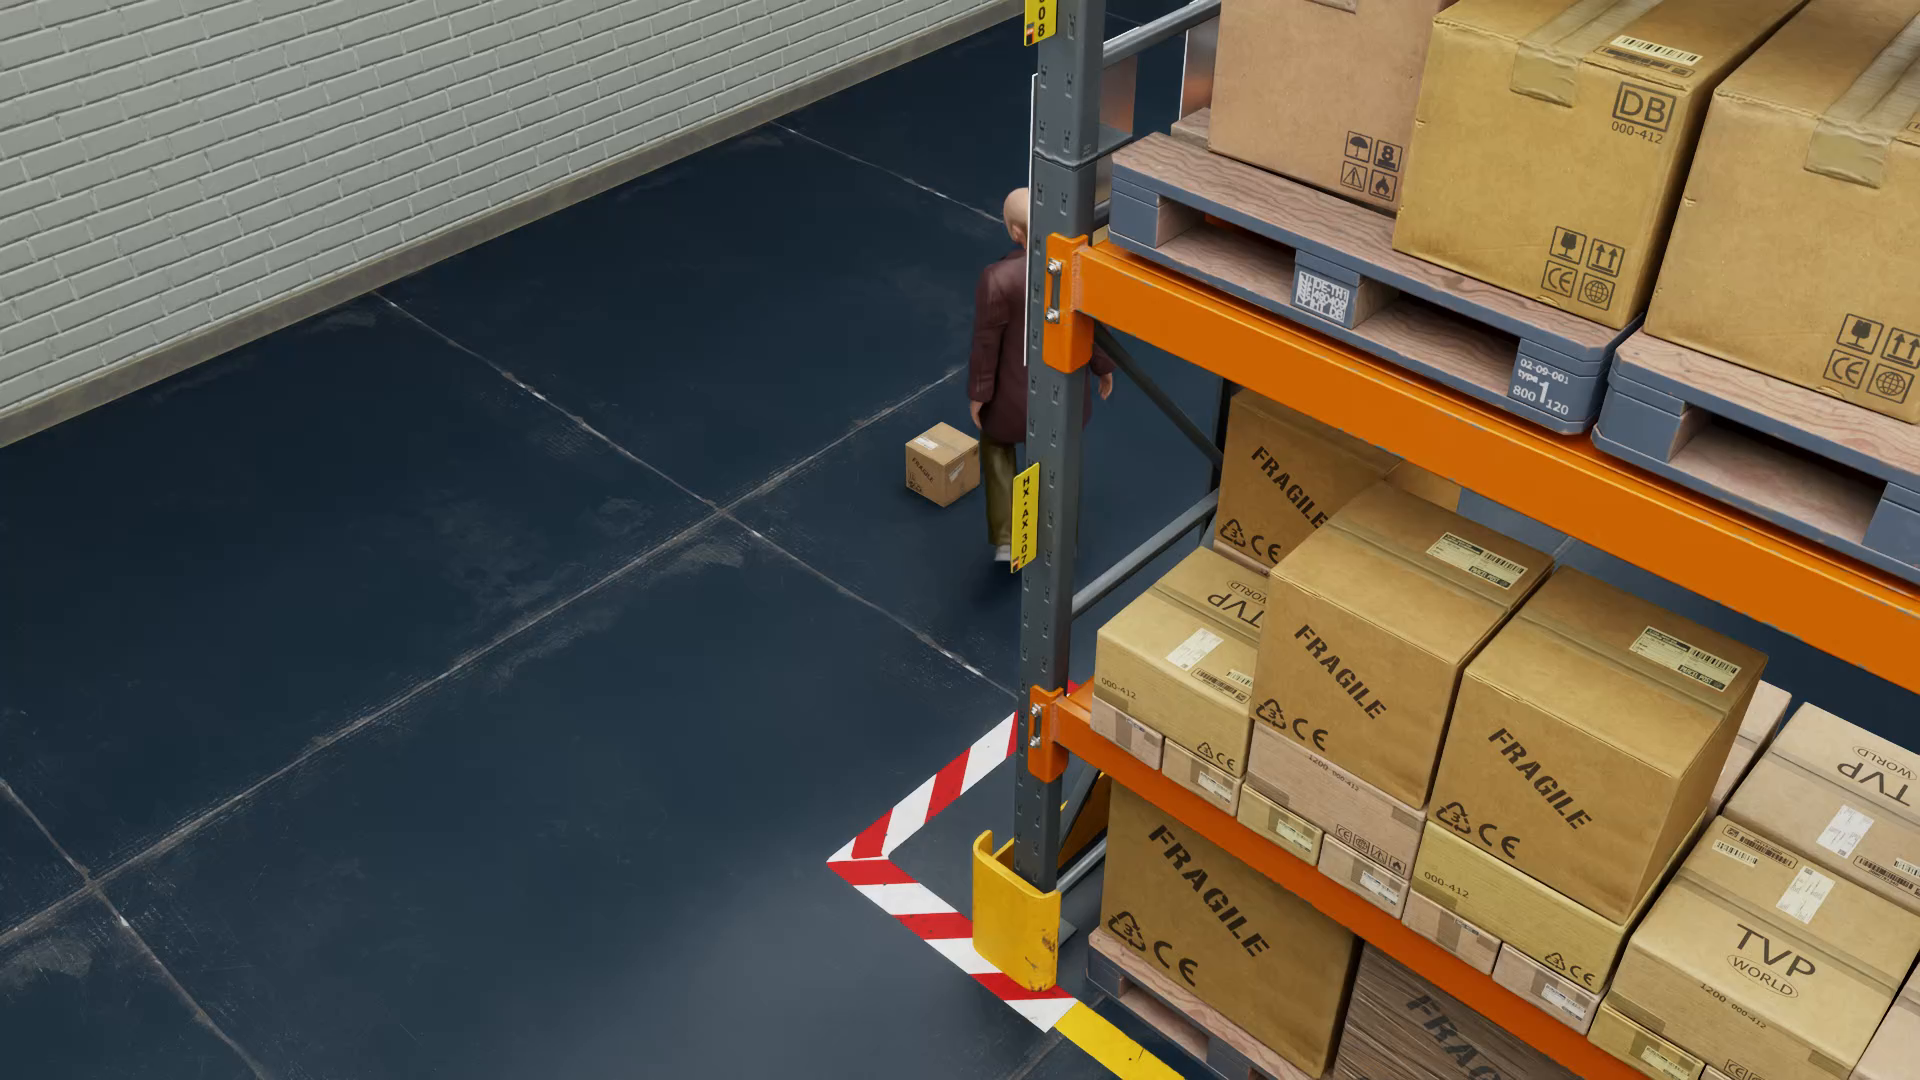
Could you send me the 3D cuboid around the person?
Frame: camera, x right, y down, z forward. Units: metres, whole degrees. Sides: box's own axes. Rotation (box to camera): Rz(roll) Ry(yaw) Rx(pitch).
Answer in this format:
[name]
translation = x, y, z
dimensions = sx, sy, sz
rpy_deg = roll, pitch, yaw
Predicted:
[person]
translation = 0.341, -0.667, 6.990
dimensions = 0.666, 1.773, 0.555
rpy_deg = -8, 40, -10
